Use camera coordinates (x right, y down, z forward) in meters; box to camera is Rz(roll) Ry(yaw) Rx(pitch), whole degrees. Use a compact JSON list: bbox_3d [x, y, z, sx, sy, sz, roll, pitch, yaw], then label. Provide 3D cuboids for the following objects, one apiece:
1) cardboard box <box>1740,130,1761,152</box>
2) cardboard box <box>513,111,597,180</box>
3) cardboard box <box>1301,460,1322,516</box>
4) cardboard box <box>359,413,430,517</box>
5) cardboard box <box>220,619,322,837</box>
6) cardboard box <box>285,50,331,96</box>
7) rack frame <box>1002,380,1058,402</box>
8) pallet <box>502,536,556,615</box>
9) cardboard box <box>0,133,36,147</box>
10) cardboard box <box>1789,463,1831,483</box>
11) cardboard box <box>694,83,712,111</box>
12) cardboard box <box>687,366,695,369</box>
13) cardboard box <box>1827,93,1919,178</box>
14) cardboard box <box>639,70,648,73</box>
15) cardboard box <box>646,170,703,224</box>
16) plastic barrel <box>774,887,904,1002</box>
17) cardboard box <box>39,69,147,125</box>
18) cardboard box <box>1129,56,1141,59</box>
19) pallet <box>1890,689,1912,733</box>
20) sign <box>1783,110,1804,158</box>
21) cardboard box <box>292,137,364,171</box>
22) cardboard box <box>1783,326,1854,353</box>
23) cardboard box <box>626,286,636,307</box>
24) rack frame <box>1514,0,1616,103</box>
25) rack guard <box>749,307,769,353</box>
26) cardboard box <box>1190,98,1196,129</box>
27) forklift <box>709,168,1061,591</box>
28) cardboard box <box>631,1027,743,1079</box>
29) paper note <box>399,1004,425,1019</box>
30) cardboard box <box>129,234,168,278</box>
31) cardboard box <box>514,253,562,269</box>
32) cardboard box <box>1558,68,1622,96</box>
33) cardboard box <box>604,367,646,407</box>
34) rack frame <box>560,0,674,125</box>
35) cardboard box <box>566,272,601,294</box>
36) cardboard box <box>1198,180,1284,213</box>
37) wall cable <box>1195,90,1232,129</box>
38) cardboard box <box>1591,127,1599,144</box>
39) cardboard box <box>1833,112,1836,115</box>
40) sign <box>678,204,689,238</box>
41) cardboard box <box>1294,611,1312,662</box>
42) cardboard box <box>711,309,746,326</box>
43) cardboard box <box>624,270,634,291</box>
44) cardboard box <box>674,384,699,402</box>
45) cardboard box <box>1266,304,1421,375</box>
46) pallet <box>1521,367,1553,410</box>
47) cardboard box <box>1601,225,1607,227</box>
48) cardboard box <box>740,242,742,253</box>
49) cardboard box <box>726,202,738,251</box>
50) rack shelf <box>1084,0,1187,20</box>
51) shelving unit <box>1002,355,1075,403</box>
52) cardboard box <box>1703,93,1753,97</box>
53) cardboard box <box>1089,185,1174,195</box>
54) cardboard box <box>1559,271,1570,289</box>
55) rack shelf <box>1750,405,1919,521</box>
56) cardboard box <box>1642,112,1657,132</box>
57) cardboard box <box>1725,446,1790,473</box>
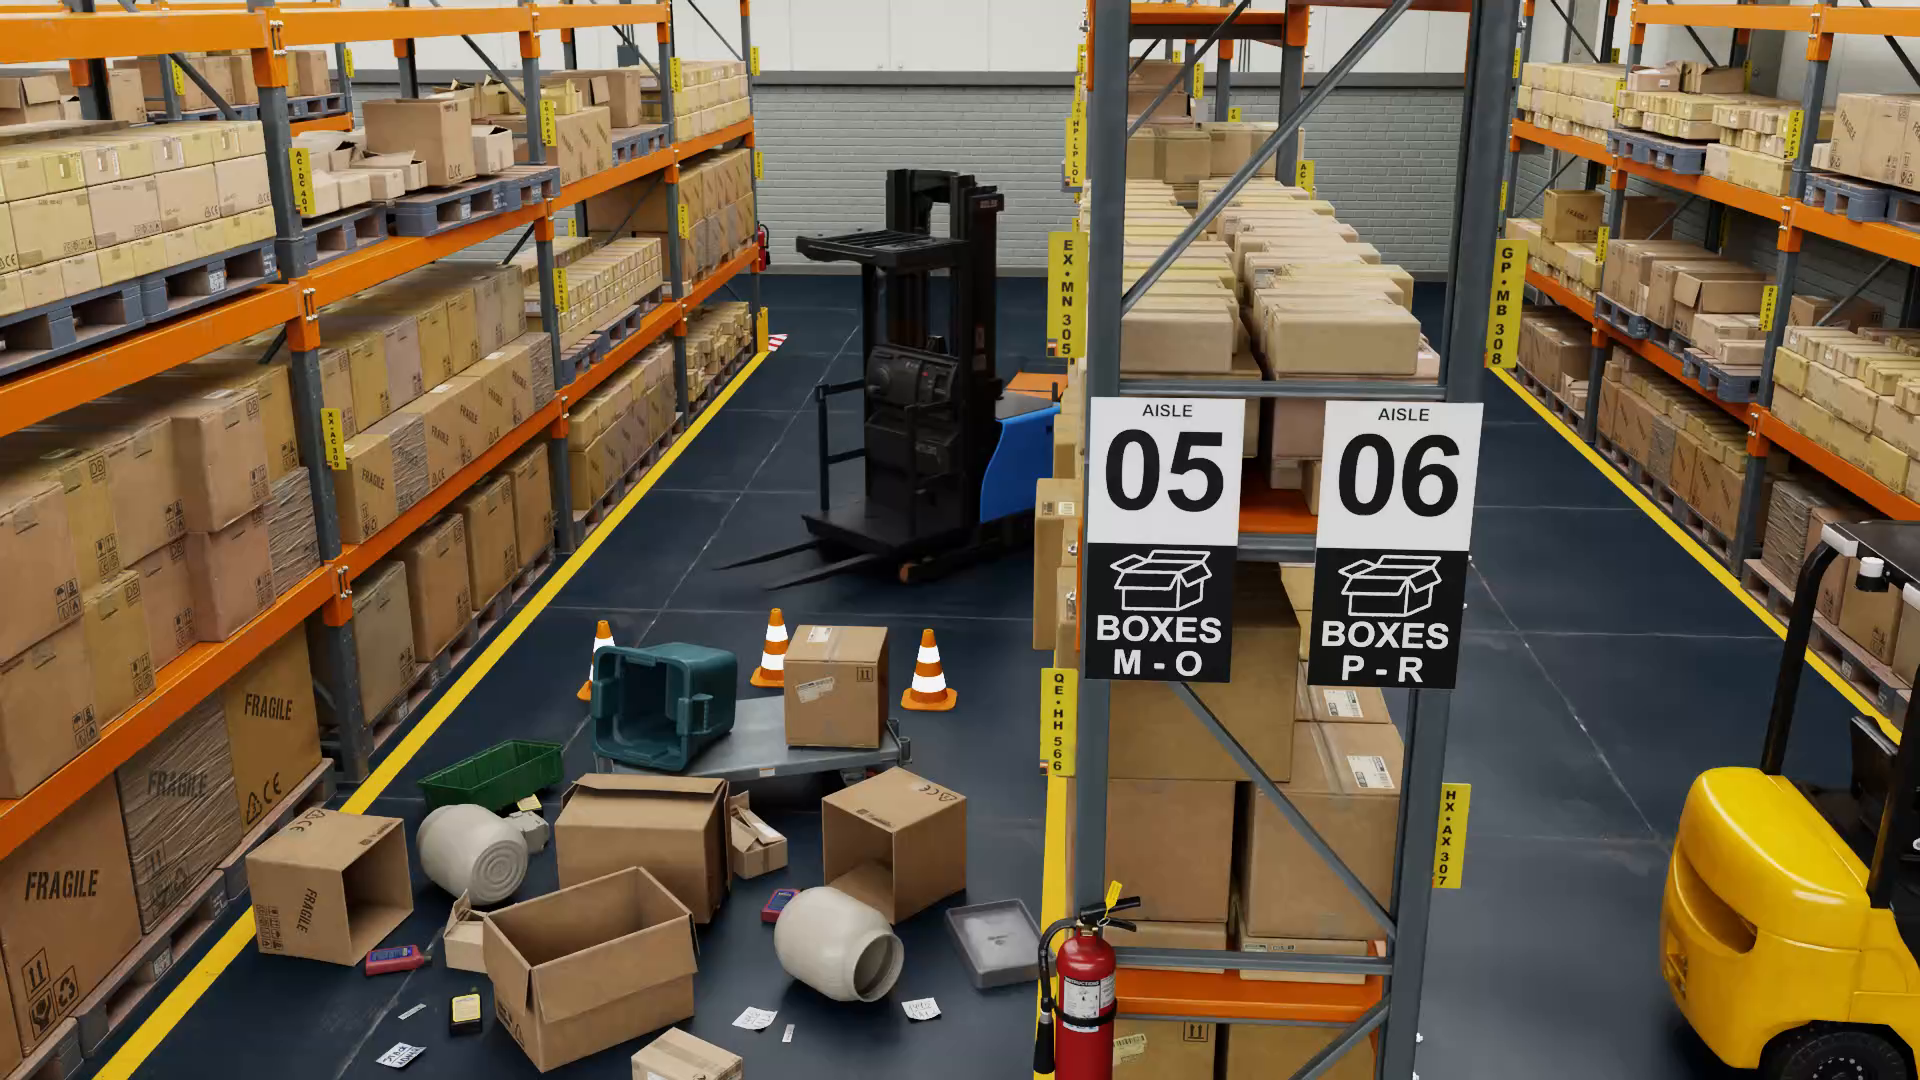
[{"bbox_3d":[6.195,-3.041,12.671,0.380,0.149,0.250,1,18,4],"label":"cardboard box"},{"bbox_3d":[-3.207,-3.132,13.185,0.500,0.500,0.500,1,18,4],"label":"cardboard box"},{"bbox_3d":[1.176,-0.170,4.710,0.380,0.149,0.250,1,18,4],"label":"cardboard box"},{"bbox_3d":[-3.487,-0.451,9.822,0.500,0.500,0.500,1,18,4],"label":"cardboard box"},{"bbox_3d":[-3.944,0.914,8.553,0.875,0.875,0.875,2,18,5],"label":"cardboard box"},{"bbox_3d":[-7.892,-5.516,19.626,0.700,0.500,0.500,0,18,1],"label":"cardboard box"},{"bbox_3d":[0.565,-0.788,14.020,0.500,1.125,0.032,4,19,11],"label":"rack frame"},{"bbox_3d":[-3.674,0.237,12.362,1.003,0.211,1.213,1,18,4],"label":"pallet"},{"bbox_3d":[-4.248,-1.679,7.201,0.380,0.149,0.250,1,18,3],"label":"cardboard box"},{"bbox_3d":[6.663,-0.279,12.798,0.500,0.500,0.500,2,18,6],"label":"cardboard box"},{"bbox_3d":[-2.891,-4.620,17.327,0.500,0.250,0.500,2,18,5],"label":"cardboard box"},{"bbox_3d":[-2.982,-1.746,17.361,0.380,0.149,0.250,1,18,4],"label":"cardboard box"},{"bbox_3d":[6.058,-2.643,10.860,0.500,0.500,0.500,1,18,4],"label":"cardboard box"},{"bbox_3d":[-3.385,-4.697,16.919,0.380,0.149,0.250,2,18,6],"label":"cardboard box"},{"bbox_3d":[-2.958,-3.534,17.147,0.500,0.500,0.500,1,18,2],"label":"cardboard box"},{"bbox_3d":[-0.533,1.781,7.308,0.512,0.421,0.421,17,25,41],"label":"plastic barrel"},{"bbox_3d":[-8.227,-4.208,15.797,0.700,0.500,0.500,2,18,5],"label":"cardboard box"},{"bbox_3d":[1.682,-4.834,17.547,0.500,0.500,0.500,2,18,5],"label":"cardboard box"},{"bbox_3d":[6.081,1.195,9.438,1.003,0.211,1.213,1,18,4],"label":"pallet"},{"bbox_3d":[5.812,-2.827,11.585,0.100,0.325,0.005,1,18,4],"label":"sign"},{"bbox_3d":[-3.923,-2.269,10.021,0.500,0.311,0.500,1,18,2],"label":"cardboard box"},{"bbox_3d":[6.037,-1.406,11.695,0.380,0.149,0.250,2,18,6],"label":"cardboard box"},{"bbox_3d":[-3.157,-2.204,15.061,0.380,0.149,0.250,1,18,2],"label":"cardboard box"},{"bbox_3d":[6.927,-6.478,18.742,1.000,3.000,0.127,1,18,4],"label":"rack frame"},{"bbox_3d":[-2.974,-2.605,20.570,1.175,0.500,0.348,1,18,4],"label":"rack guard"},{"bbox_3d":[1.835,-3.799,14.852,0.500,0.311,0.500,1,18,4],"label":"cardboard box"},{"bbox_3d":[-0.517,-1.237,12.491,3.031,2.935,1.130,-17,25,-42],"label":"forklift"},{"bbox_3d":[-1.092,2.135,6.669,0.380,0.149,0.250,12,22,32],"label":"cardboard box"},{"bbox_3d":[-2.368,2.038,7.187,0.032,0.001,0.123,12,22,32],"label":"paper note"},{"bbox_3d":[-3.609,-1.207,7.040,0.380,0.149,0.250,2,18,5],"label":"cardboard box"},{"bbox_3d":[-3.815,-2.502,15.014,0.380,0.149,0.250,1,18,3],"label":"cardboard box"},{"bbox_3d":[6.541,-4.756,17.264,0.500,0.250,0.500,2,18,5],"label":"cardboard box"},{"bbox_3d":[-3.131,-1.381,14.957,0.500,0.250,0.500,0,18,1],"label":"cardboard box"},{"bbox_3d":[-3.256,-5.425,15.527,1.000,3.000,0.127,1,18,4],"label":"rack frame"},{"bbox_3d":[-3.240,-2.160,13.971,0.380,0.149,0.250,2,18,6],"label":"cardboard box"},{"bbox_3d":[1.311,-1.592,7.770,0.380,0.149,0.250,2,18,5],"label":"cardboard box"},{"bbox_3d":[3.772,-5.944,25.114,0.588,1.984,0.122,1,18,4],"label":"wall cable"},{"bbox_3d":[6.420,-3.969,16.304,0.380,0.149,0.250,2,18,6],"label":"cardboard box"},{"bbox_3d":[6.719,-3.091,12.344,0.380,0.149,0.250,1,18,4],"label":"cardboard box"},{"bbox_3d":[-2.702,-3.113,16.247,0.100,0.325,0.005,1,18,4],"label":"sign"},{"bbox_3d":[1.209,0.583,6.188,0.500,0.500,0.500,1,18,3],"label":"cardboard box"},{"bbox_3d":[-2.721,-2.614,19.531,0.380,0.149,0.250,1,18,3],"label":"cardboard box"},{"bbox_3d":[-3.161,-2.343,15.007,0.380,0.149,0.250,0,18,1],"label":"cardboard box"},{"bbox_3d":[-2.909,-1.525,17.163,0.380,0.149,0.250,0,18,2],"label":"cardboard box"},{"bbox_3d":[1.058,-0.559,4.617,0.380,0.149,0.250,1,18,4],"label":"cardboard box"},{"bbox_3d":[6.775,-1.653,18.130,1.003,0.211,1.213,1,18,4],"label":"pallet"},{"bbox_3d":[7.121,-3.389,18.711,0.500,0.250,0.500,1,18,4],"label":"cardboard box"},{"bbox_3d":[-2.768,-3.435,19.492,0.380,0.149,0.250,1,18,3],"label":"cardboard box"},{"bbox_3d":[-2.813,-3.542,18.778,0.500,0.500,0.500,1,18,4],"label":"cardboard box"},{"bbox_3d":[1.832,-5.435,17.356,1.077,0.370,4.000,1,18,4],"label":"rack shelf"},{"bbox_3d":[0.670,-0.943,14.493,0.538,1.125,1.048,4,19,11],"label":"shelving unit"},{"bbox_3d":[6.730,-3.826,14.555,0.380,0.149,0.250,1,18,3],"label":"cardboard box"},{"bbox_3d":[0.778,-1.523,7.560,0.380,0.149,0.250,2,18,6],"label":"cardboard box"},{"bbox_3d":[6.439,-2.694,17.231,0.380,0.149,0.250,1,18,3],"label":"cardboard box"},{"bbox_3d":[6.210,-0.180,10.310,1.077,0.370,4.000,1,18,4],"label":"rack shelf"},{"bbox_3d":[6.145,-3.617,14.397,0.380,0.149,0.250,2,18,5],"label":"cardboard box"},{"bbox_3d":[6.136,-0.622,12.802,0.380,0.149,0.250,0,18,1],"label":"cardboard box"}]
